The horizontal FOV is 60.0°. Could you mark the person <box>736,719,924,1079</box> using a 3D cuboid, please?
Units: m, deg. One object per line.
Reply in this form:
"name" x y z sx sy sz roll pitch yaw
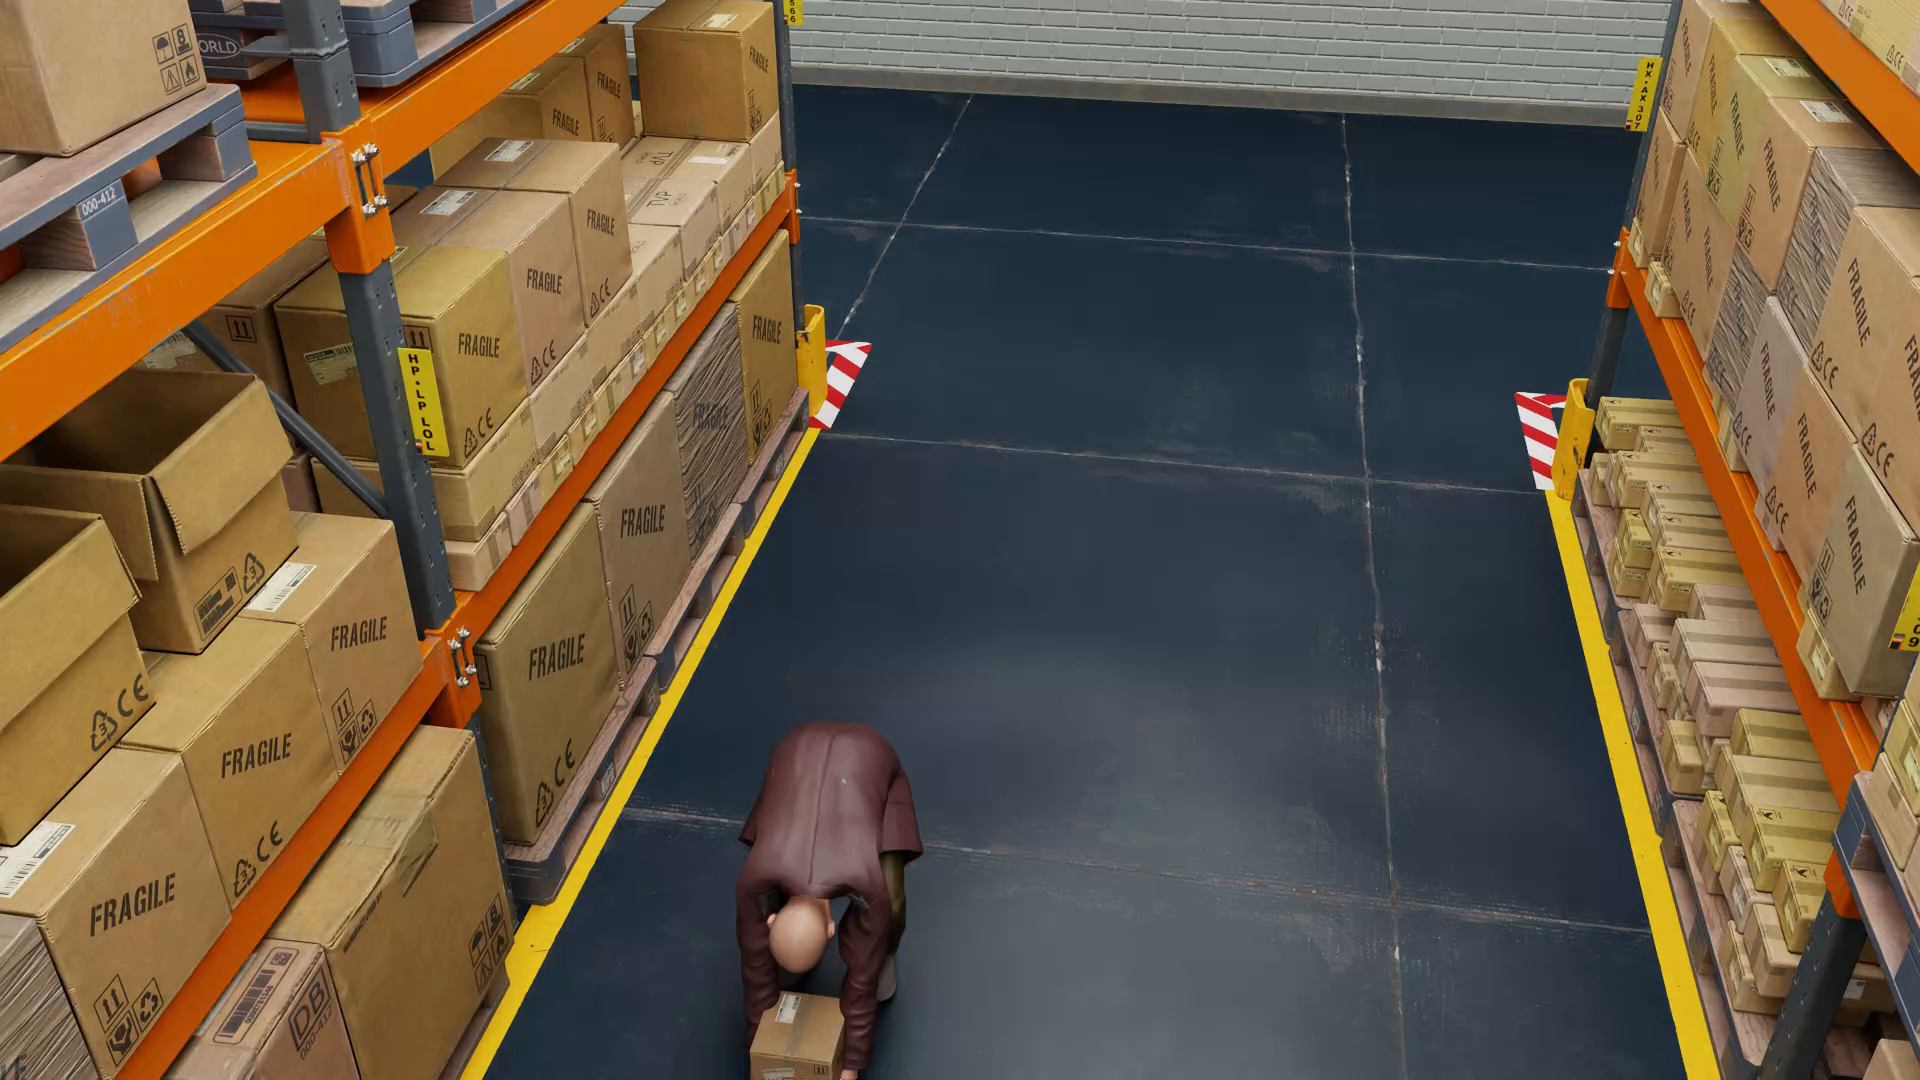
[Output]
"person" -0.423 1.115 5.196 0.595 0.923 0.950 4 32 6
